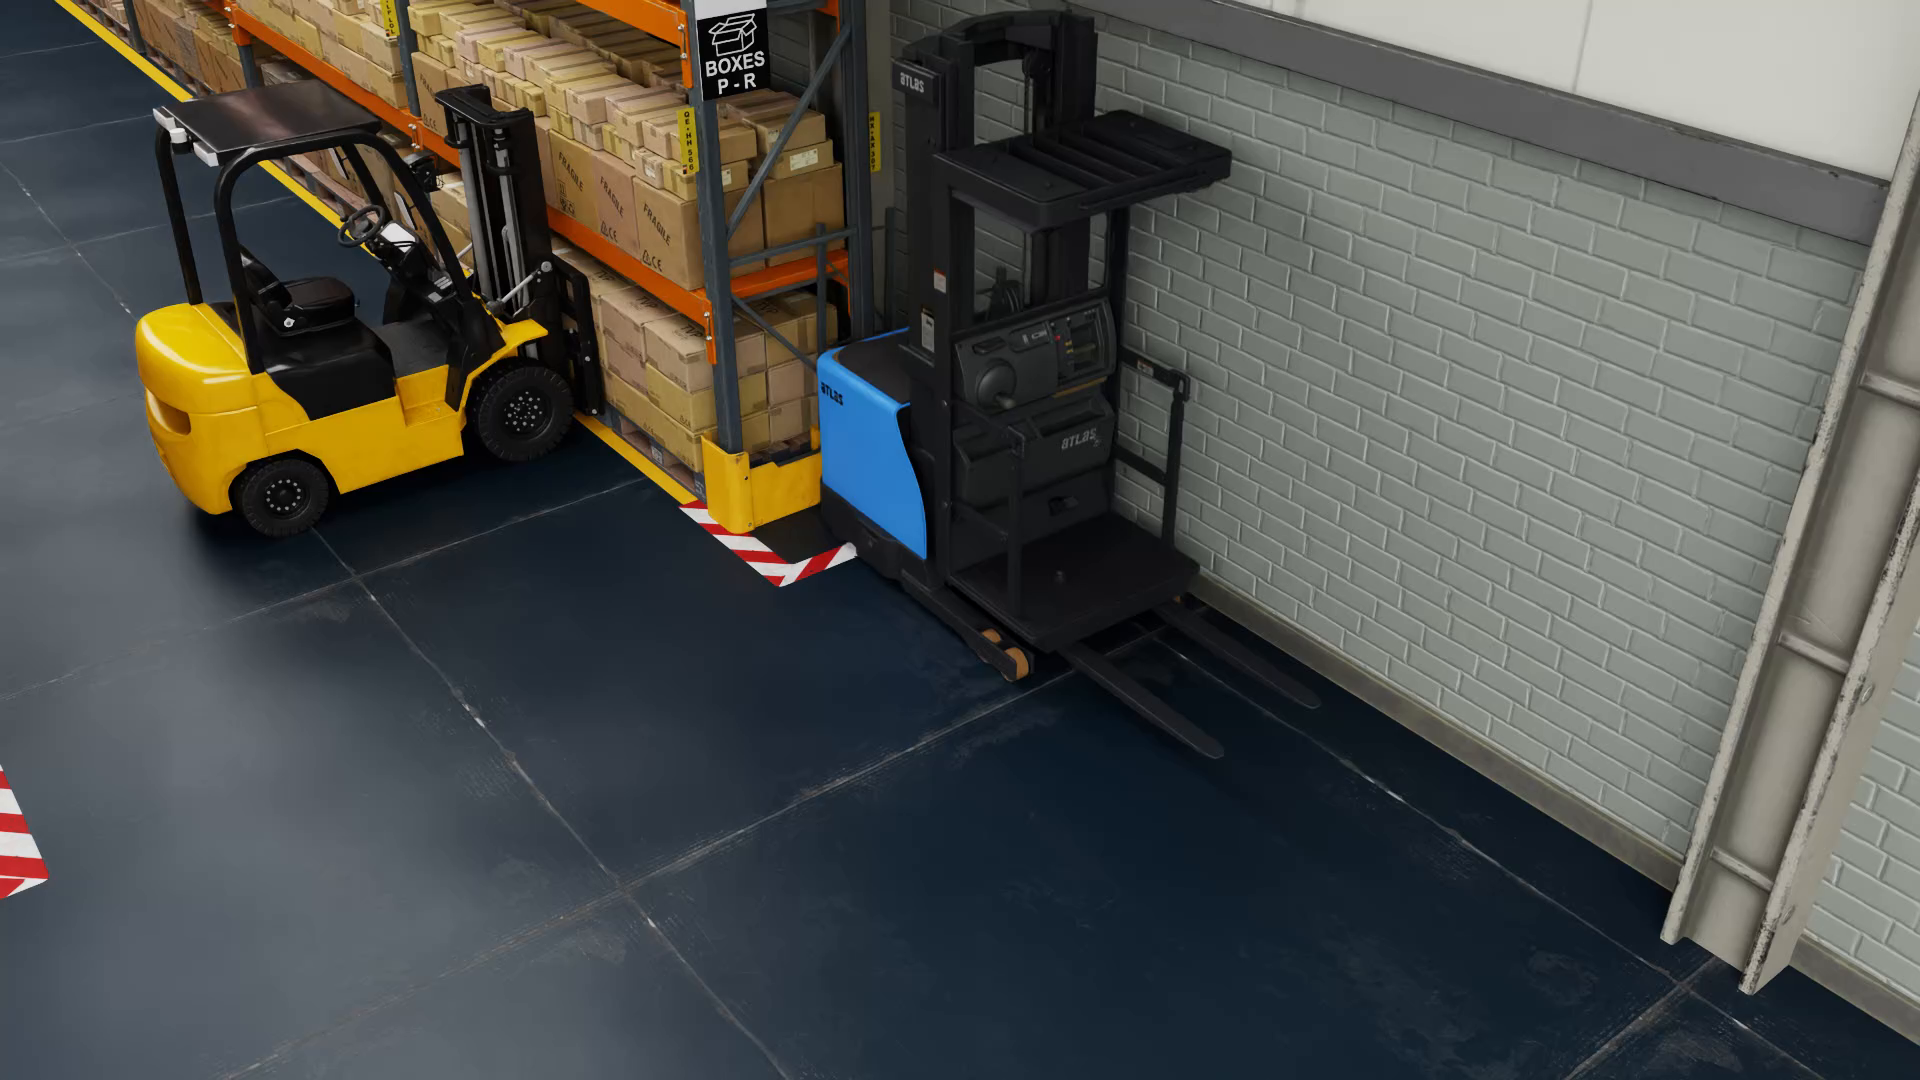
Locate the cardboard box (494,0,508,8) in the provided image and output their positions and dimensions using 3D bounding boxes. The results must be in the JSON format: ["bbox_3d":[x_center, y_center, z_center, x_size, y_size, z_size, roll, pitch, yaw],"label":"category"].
[{"bbox_3d":[-2.932,-3.641,11.278,0.380,0.149,0.250,-22,38,-31],"label":"cardboard box"}]

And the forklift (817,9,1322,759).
[{"bbox_3d":[0.498,-0.845,7.833,1.130,2.935,3.031,-21,38,-30],"label":"forklift"}]

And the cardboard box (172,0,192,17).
[{"bbox_3d":[-7.412,-5.199,16.134,0.380,0.149,0.250,-21,37,-30],"label":"cardboard box"}]

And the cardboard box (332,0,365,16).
[{"bbox_3d":[-4.298,-3.908,11.990,0.380,0.149,0.250,-24,39,-33],"label":"cardboard box"}]

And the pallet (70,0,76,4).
[{"bbox_3d":[-10.188,-6.685,19.813,1.003,0.211,1.213,-22,38,-31],"label":"pallet"}]

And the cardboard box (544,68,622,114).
[{"bbox_3d":[-2.161,-2.590,9.585,0.380,0.149,0.250,-21,38,-30],"label":"cardboard box"}]

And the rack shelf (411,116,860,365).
[{"bbox_3d":[-2.140,-2.093,10.458,1.077,0.370,4.000,-22,38,-31],"label":"rack shelf"}]

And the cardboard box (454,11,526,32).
[{"bbox_3d":[-3.010,-3.264,10.671,0.380,0.149,0.250,-23,39,-32],"label":"cardboard box"}]

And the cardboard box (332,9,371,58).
[{"bbox_3d":[-4.190,-3.715,12.056,0.500,0.250,0.500,-23,39,-33],"label":"cardboard box"}]

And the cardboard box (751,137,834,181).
[{"bbox_3d":[-0.916,-2.108,9.092,0.380,0.149,0.250,-23,39,-33],"label":"cardboard box"}]

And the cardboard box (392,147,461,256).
[{"bbox_3d":[-3.695,-2.615,12.471,0.875,0.625,0.625,-20,37,-29],"label":"cardboard box"}]

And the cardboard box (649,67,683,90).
[{"bbox_3d":[-1.579,-2.654,9.688,0.380,0.149,0.250,-21,38,-30],"label":"cardboard box"}]

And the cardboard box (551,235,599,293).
[{"bbox_3d":[-2.382,-1.723,10.441,0.500,0.250,0.500,-23,39,-32],"label":"cardboard box"}]

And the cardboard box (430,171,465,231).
[{"bbox_3d":[-3.317,-2.364,11.474,0.500,0.250,0.500,-23,39,-32],"label":"cardboard box"}]

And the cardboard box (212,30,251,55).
[{"bbox_3d":[-6.514,-4.519,15.039,0.380,0.149,0.250,-24,39,-34],"label":"cardboard box"}]

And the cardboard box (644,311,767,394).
[{"bbox_3d":[-1.442,-1.091,9.424,0.500,0.250,0.500,-21,37,-30],"label":"cardboard box"}]

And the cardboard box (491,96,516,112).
[{"bbox_3d":[-2.656,-2.583,10.471,0.500,0.500,0.500,-23,38,-32],"label":"cardboard box"}]

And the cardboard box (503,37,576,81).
[{"bbox_3d":[-2.552,-2.936,10.143,0.380,0.149,0.250,-22,38,-32],"label":"cardboard box"}]

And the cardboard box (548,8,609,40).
[{"bbox_3d":[-2.435,-3.333,10.782,0.380,0.149,0.250,-23,39,-32],"label":"cardboard box"}]

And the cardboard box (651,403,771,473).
[{"bbox_3d":[-1.451,-0.669,9.692,0.500,0.250,0.500,-22,38,-31],"label":"cardboard box"}]

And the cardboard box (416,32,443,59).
[{"bbox_3d":[-3.378,-3.332,11.062,0.380,0.149,0.250,-23,39,-32],"label":"cardboard box"}]

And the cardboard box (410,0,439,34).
[{"bbox_3d":[-3.751,-3.621,11.527,0.380,0.149,0.250,-21,37,-30],"label":"cardboard box"}]

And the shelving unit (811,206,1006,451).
[{"bbox_3d":[-0.307,-0.939,9.268,0.587,1.500,1.083,-20,38,-32],"label":"shelving unit"}]

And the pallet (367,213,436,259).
[{"bbox_3d":[-3.849,-2.342,12.820,1.003,0.211,1.213,-22,38,-31],"label":"pallet"}]

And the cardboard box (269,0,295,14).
[{"bbox_3d":[-5.127,-4.351,13.080,0.500,0.250,0.500,-23,39,-33],"label":"cardboard box"}]

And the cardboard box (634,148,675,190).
[{"bbox_3d":[-1.527,-2.034,8.972,0.380,0.149,0.250,-22,38,-31],"label":"cardboard box"}]

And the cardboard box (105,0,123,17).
[{"bbox_3d":[-9.064,-5.869,18.050,0.396,0.266,0.258,-21,37,-30],"label":"cardboard box"}]

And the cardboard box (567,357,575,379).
[{"bbox_3d":[-2.384,-1.300,10.708,0.500,0.250,0.500,-21,38,-30],"label":"cardboard box"}]

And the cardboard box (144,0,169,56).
[{"bbox_3d":[-7.819,-5.189,16.734,0.500,0.500,0.500,-23,38,-32],"label":"cardboard box"}]

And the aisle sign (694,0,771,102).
[{"bbox_3d":[-1.105,-2.547,8.044,0.394,0.787,0.004,-22,38,-31],"label":"aisle sign"}]

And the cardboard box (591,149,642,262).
[{"bbox_3d":[-1.733,-1.947,9.447,0.500,0.500,0.500,-21,38,-30],"label":"cardboard box"}]

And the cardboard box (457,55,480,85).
[{"bbox_3d":[-2.944,-2.998,10.525,0.380,0.149,0.250,-21,38,-30],"label":"cardboard box"}]

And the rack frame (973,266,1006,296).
[{"bbox_3d":[0.001,-0.710,8.921,0.500,1.500,0.032,-20,38,-32],"label":"rack frame"}]

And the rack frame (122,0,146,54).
[{"bbox_3d":[-8.272,-6.566,16.979,1.000,3.000,0.127,-22,38,-31],"label":"rack frame"}]

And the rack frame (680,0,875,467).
[{"bbox_3d":[-0.913,-1.565,8.927,1.000,3.000,0.127,-22,38,-31],"label":"rack frame"}]

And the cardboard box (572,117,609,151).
[{"bbox_3d":[-1.982,-2.365,9.505,0.380,0.149,0.250,-24,39,-33],"label":"cardboard box"}]

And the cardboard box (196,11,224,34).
[{"bbox_3d":[-6.920,-4.871,15.606,0.380,0.149,0.250,-23,39,-32],"label":"cardboard box"}]

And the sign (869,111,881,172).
[{"bbox_3d":[-0.471,-2.143,8.962,0.100,0.325,0.005,-22,38,-31],"label":"sign"}]

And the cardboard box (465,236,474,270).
[{"bbox_3d":[-3.003,-1.944,11.271,0.500,0.250,0.500,-22,38,-32],"label":"cardboard box"}]

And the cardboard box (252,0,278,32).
[{"bbox_3d":[-5.435,-4.360,13.569,0.500,0.250,0.500,-23,39,-32],"label":"cardboard box"}]

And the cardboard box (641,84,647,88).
[{"bbox_3d":[-1.838,-2.754,10.132,0.380,0.149,0.250,-22,38,-32],"label":"cardboard box"}]

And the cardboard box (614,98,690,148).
[{"bbox_3d":[-1.657,-2.283,9.092,0.380,0.149,0.250,-21,38,-30],"label":"cardboard box"}]

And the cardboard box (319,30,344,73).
[{"bbox_3d":[-4.475,-3.718,12.536,0.500,0.250,0.500,-22,38,-31],"label":"cardboard box"}]

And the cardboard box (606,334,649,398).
[{"bbox_3d":[-1.758,-1.102,9.915,0.500,0.250,0.500,-23,38,-32],"label":"cardboard box"}]

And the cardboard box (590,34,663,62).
[{"bbox_3d":[-2.041,-2.981,10.216,0.380,0.149,0.250,-21,38,-30],"label":"cardboard box"}]

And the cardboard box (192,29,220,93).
[{"bbox_3d":[-6.870,-4.551,15.706,0.500,0.500,0.500,-20,37,-29],"label":"cardboard box"}]

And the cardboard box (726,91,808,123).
[{"bbox_3d":[-1.064,-2.349,9.198,0.380,0.149,0.250,-21,37,-30],"label":"cardboard box"}]

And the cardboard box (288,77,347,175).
[{"bbox_3d":[-5.040,-3.534,13.951,0.875,0.625,0.625,-21,37,-30],"label":"cardboard box"}]

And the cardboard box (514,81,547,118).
[{"bbox_3d":[-2.446,-2.681,10.014,0.380,0.149,0.250,-23,39,-32],"label":"cardboard box"}]
